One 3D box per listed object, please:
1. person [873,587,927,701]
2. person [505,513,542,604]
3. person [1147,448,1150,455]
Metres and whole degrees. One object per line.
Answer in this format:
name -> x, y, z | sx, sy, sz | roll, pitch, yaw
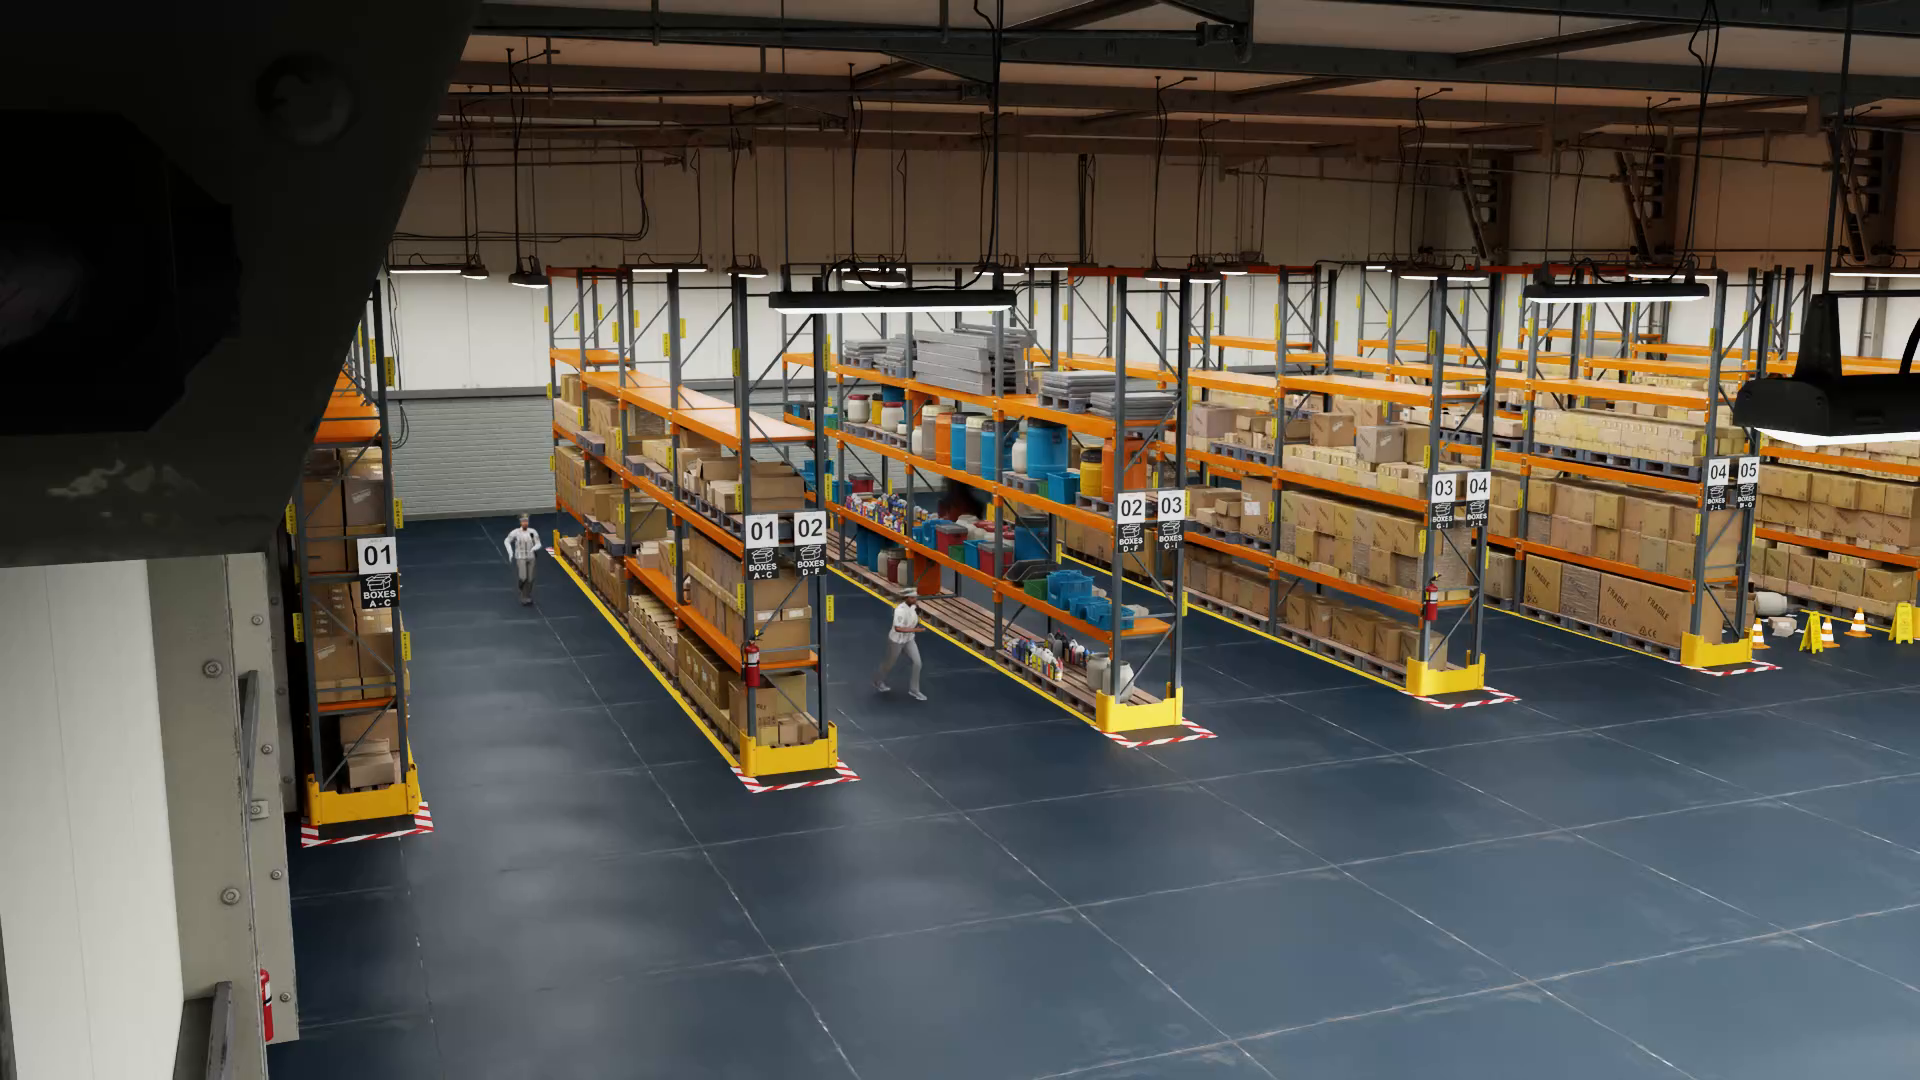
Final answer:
person -> -0.837, 1.444, 23.648 | 0.956, 1.661, 0.576 | 8, 13, 40
person -> -7.792, 0.342, 29.792 | 0.608, 1.654, 0.618 | -5, 11, -26
person -> 4.442, -1.427, 40.252 | 0.624, 1.624, 0.574 | 3, 10, 15
